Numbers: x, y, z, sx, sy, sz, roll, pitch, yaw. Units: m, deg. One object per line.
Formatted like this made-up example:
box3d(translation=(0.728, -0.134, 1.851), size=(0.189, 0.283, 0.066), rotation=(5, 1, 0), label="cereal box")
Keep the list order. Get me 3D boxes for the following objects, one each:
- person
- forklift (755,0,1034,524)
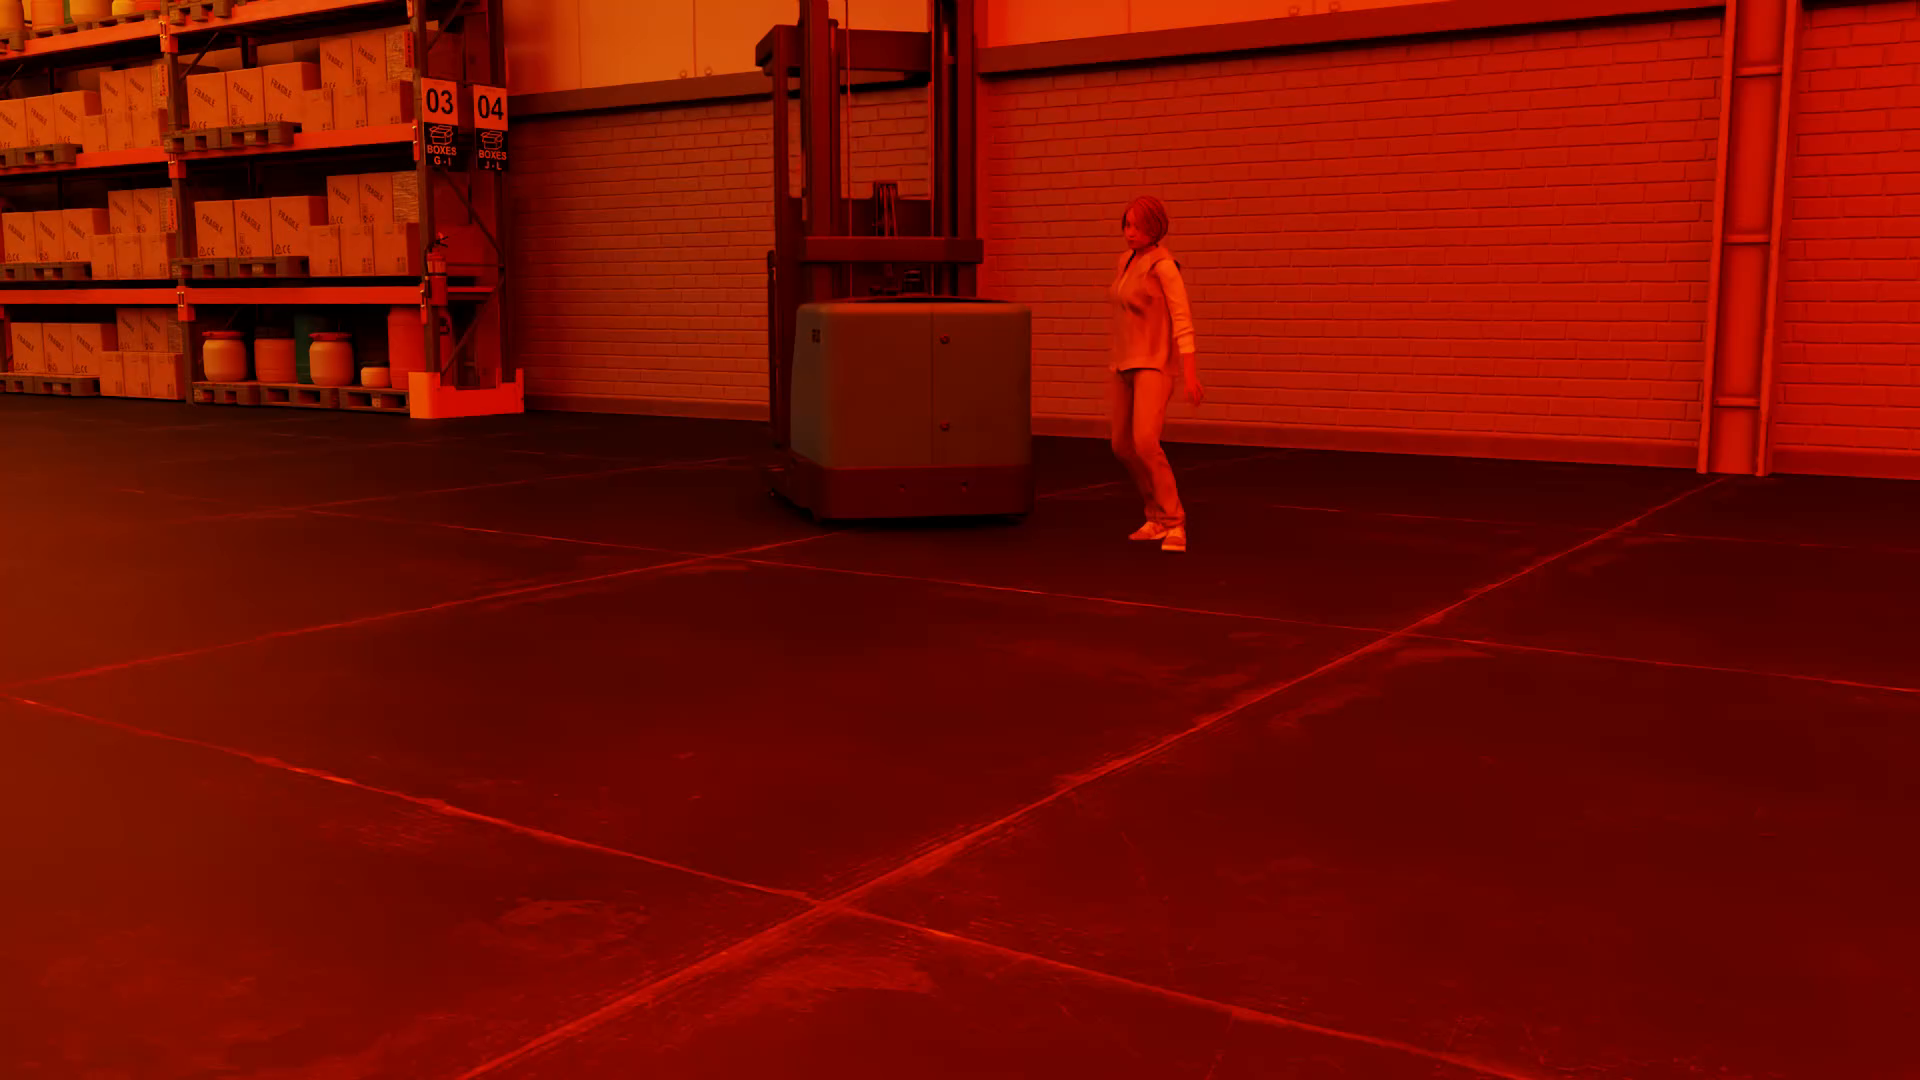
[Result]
box3d(translation=(0.869, -0.738, 7.442), size=(0.414, 1.570, 0.745), rotation=(-3, 9, -19), label="person")
box3d(translation=(-0.510, -1.698, 9.136), size=(1.130, 2.935, 3.031), rotation=(-2, 8, -15), label="forklift")
